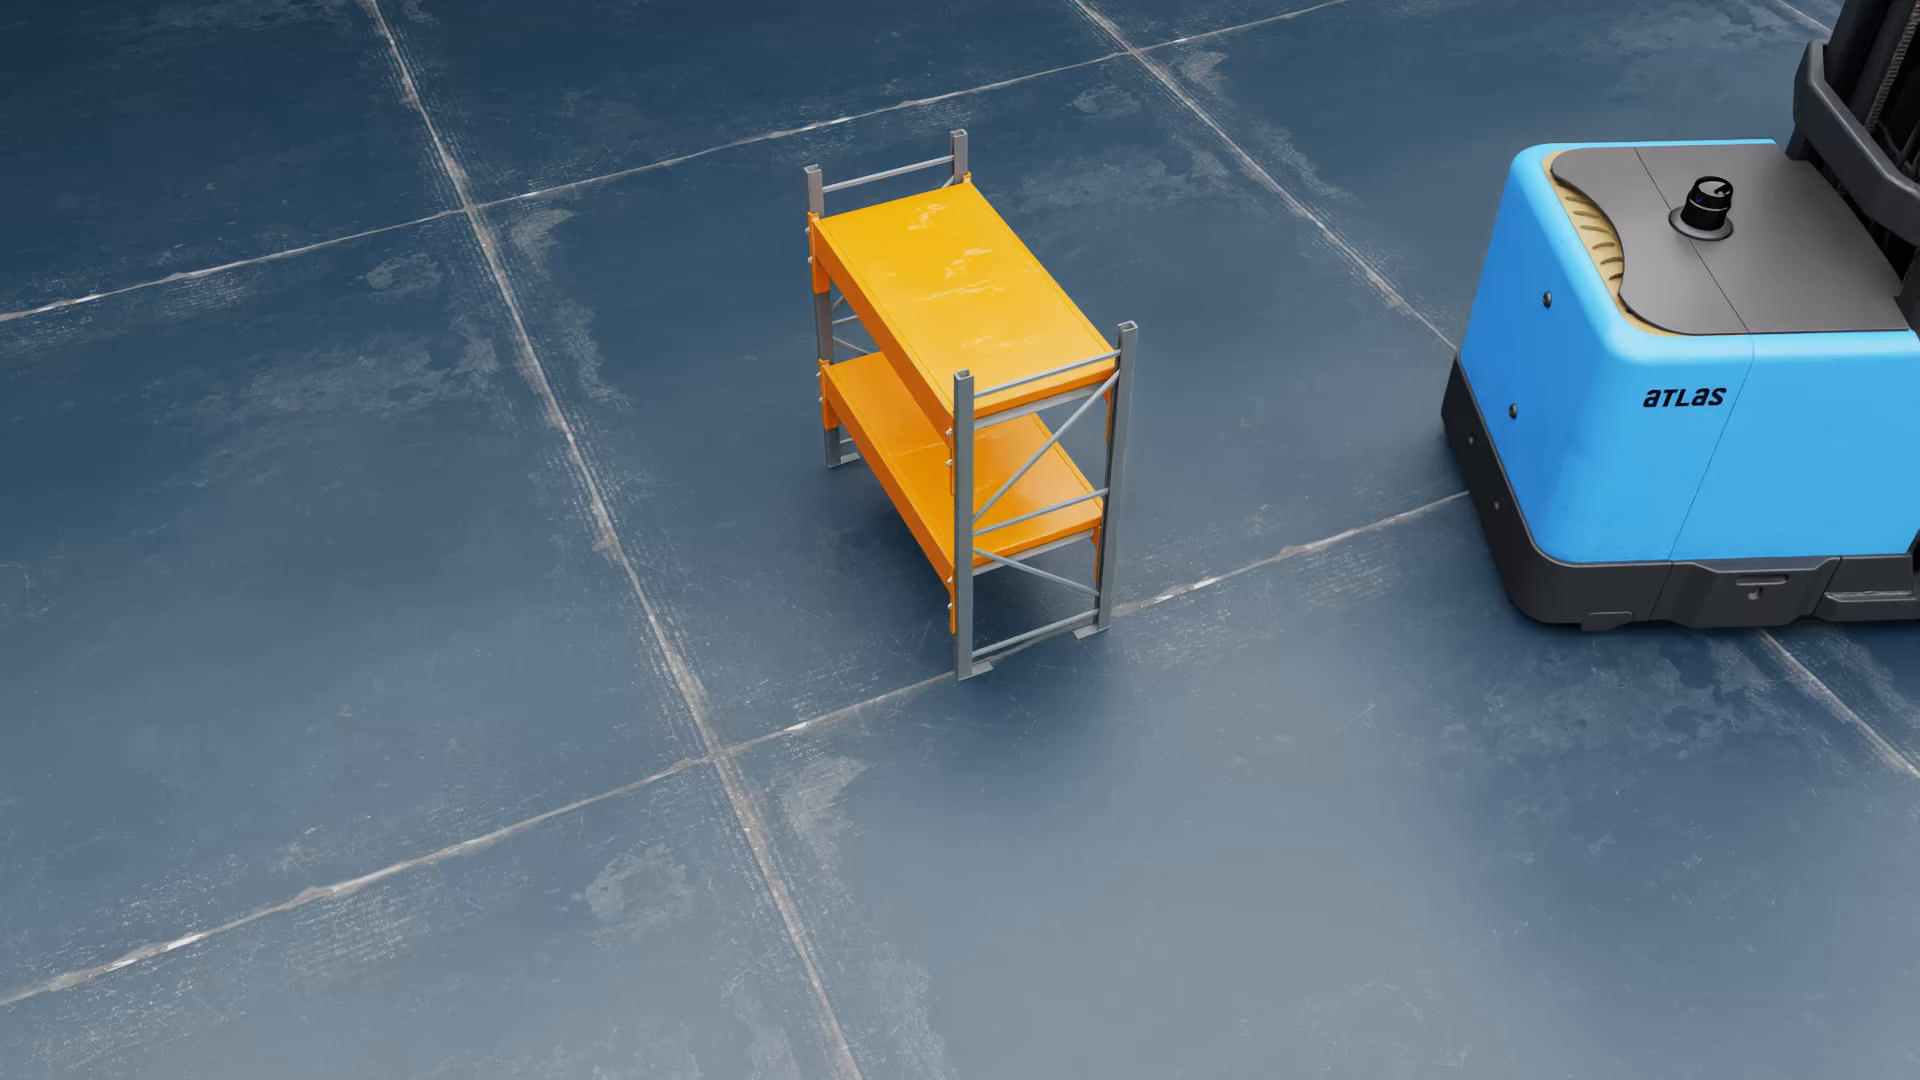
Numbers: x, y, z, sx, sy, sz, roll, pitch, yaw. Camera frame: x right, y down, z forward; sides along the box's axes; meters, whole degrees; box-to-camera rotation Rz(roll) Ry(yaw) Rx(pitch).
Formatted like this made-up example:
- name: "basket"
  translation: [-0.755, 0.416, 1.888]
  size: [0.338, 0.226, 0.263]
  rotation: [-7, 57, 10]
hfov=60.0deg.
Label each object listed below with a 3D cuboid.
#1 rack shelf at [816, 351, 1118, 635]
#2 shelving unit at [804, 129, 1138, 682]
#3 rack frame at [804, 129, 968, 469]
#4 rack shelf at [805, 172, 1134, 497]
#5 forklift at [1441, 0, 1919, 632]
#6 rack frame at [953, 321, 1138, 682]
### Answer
- name: "rack shelf"
  translation: [0.003, -0.222, 5.022]
  size: [0.538, 0.278, 1.000]
  rotation: [-18, 47, -17]
- name: "shelving unit"
  translation: [0.003, -0.396, 4.851]
  size: [0.538, 1.125, 1.048]
  rotation: [-18, 47, -17]
- name: "rack frame"
  translation: [-0.211, -0.720, 5.179]
  size: [0.500, 1.125, 0.032]
  rotation: [-18, 47, -17]
- name: "rack shelf"
  translation: [0.003, -0.604, 4.645]
  size: [0.538, 0.278, 1.000]
  rotation: [-18, 47, -17]
- name: "forklift"
  translation: [3.143, -1.156, 4.335]
  size: [3.031, 2.935, 1.130]
  rotation: [-2, 45, -2]
- name: "rack frame"
  translation: [0.217, -0.072, 4.522]
  size: [0.500, 1.125, 0.032]
  rotation: [-18, 47, -17]
